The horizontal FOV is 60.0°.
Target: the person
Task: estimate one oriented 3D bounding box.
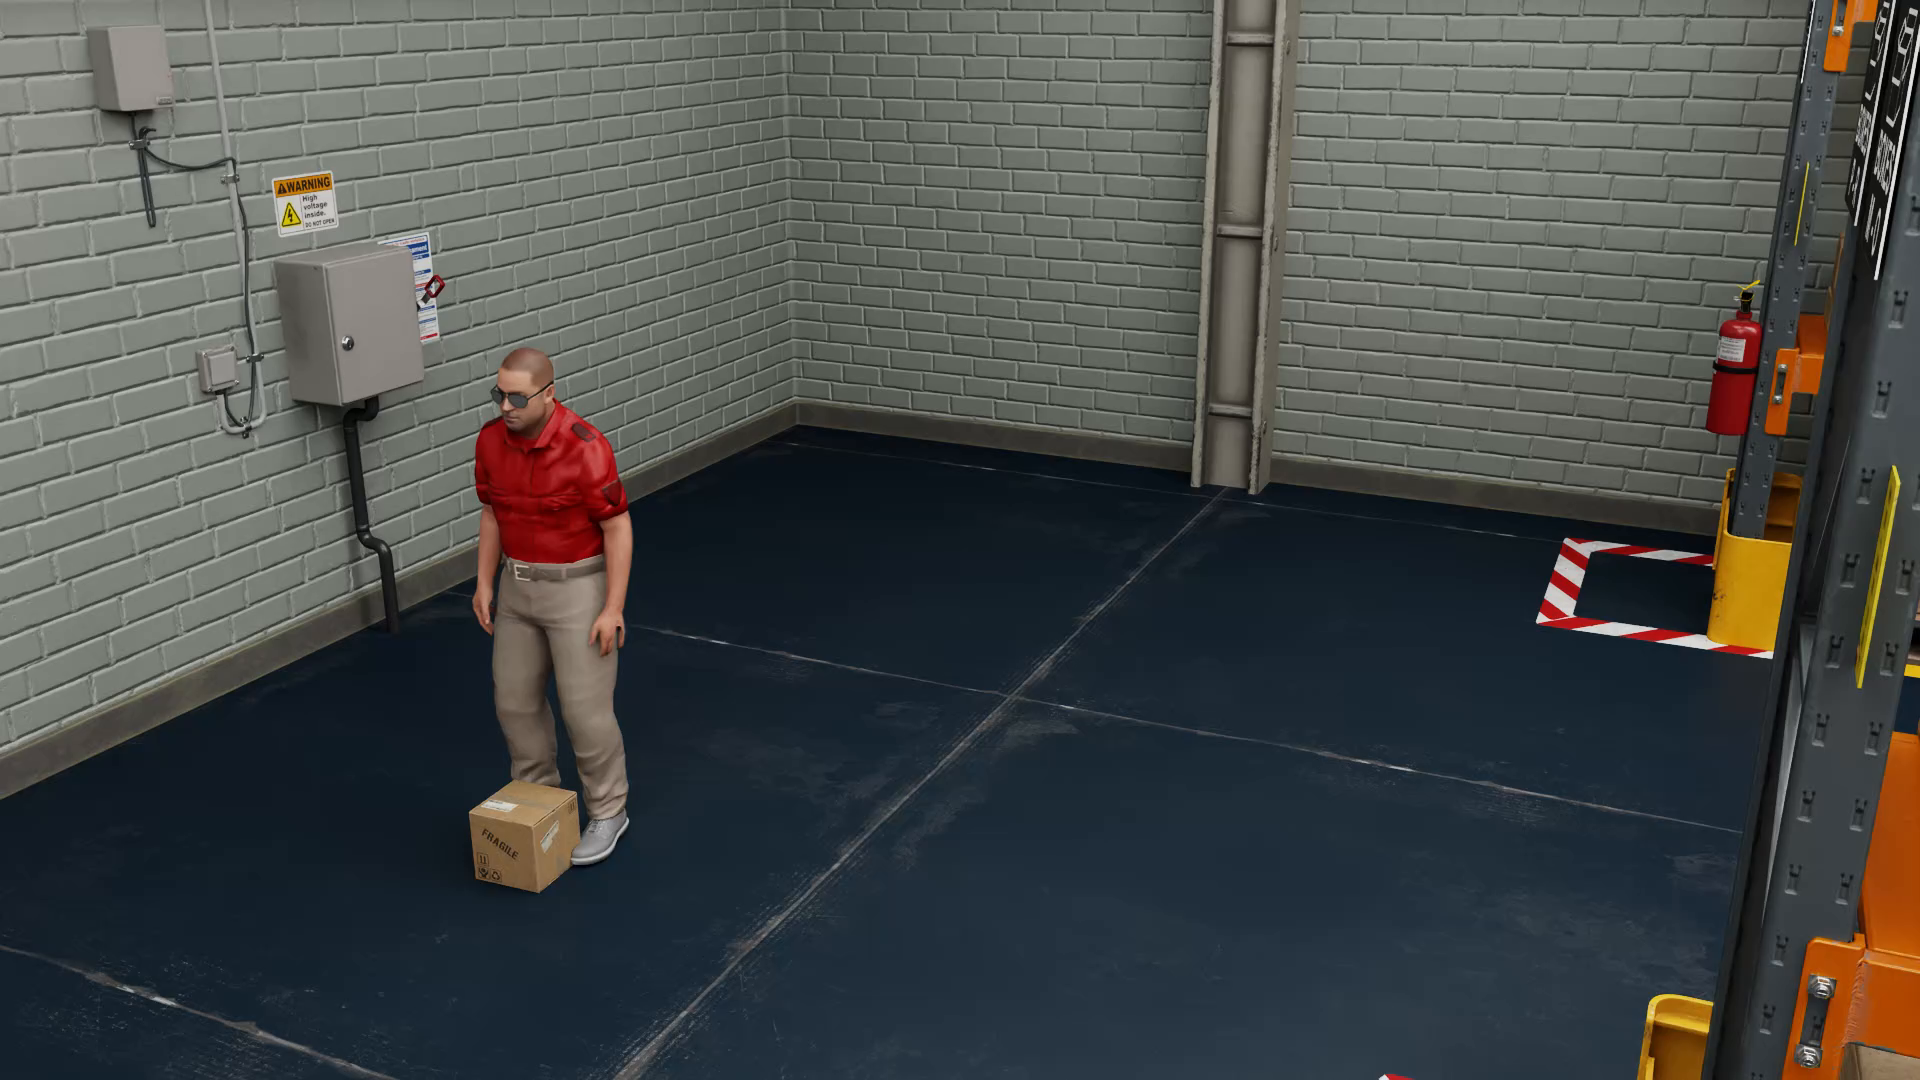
[{"bbox_3d":[-1.345,0.203,5.493,0.587,1.726,0.389,8,21,22],"label":"person"}]
